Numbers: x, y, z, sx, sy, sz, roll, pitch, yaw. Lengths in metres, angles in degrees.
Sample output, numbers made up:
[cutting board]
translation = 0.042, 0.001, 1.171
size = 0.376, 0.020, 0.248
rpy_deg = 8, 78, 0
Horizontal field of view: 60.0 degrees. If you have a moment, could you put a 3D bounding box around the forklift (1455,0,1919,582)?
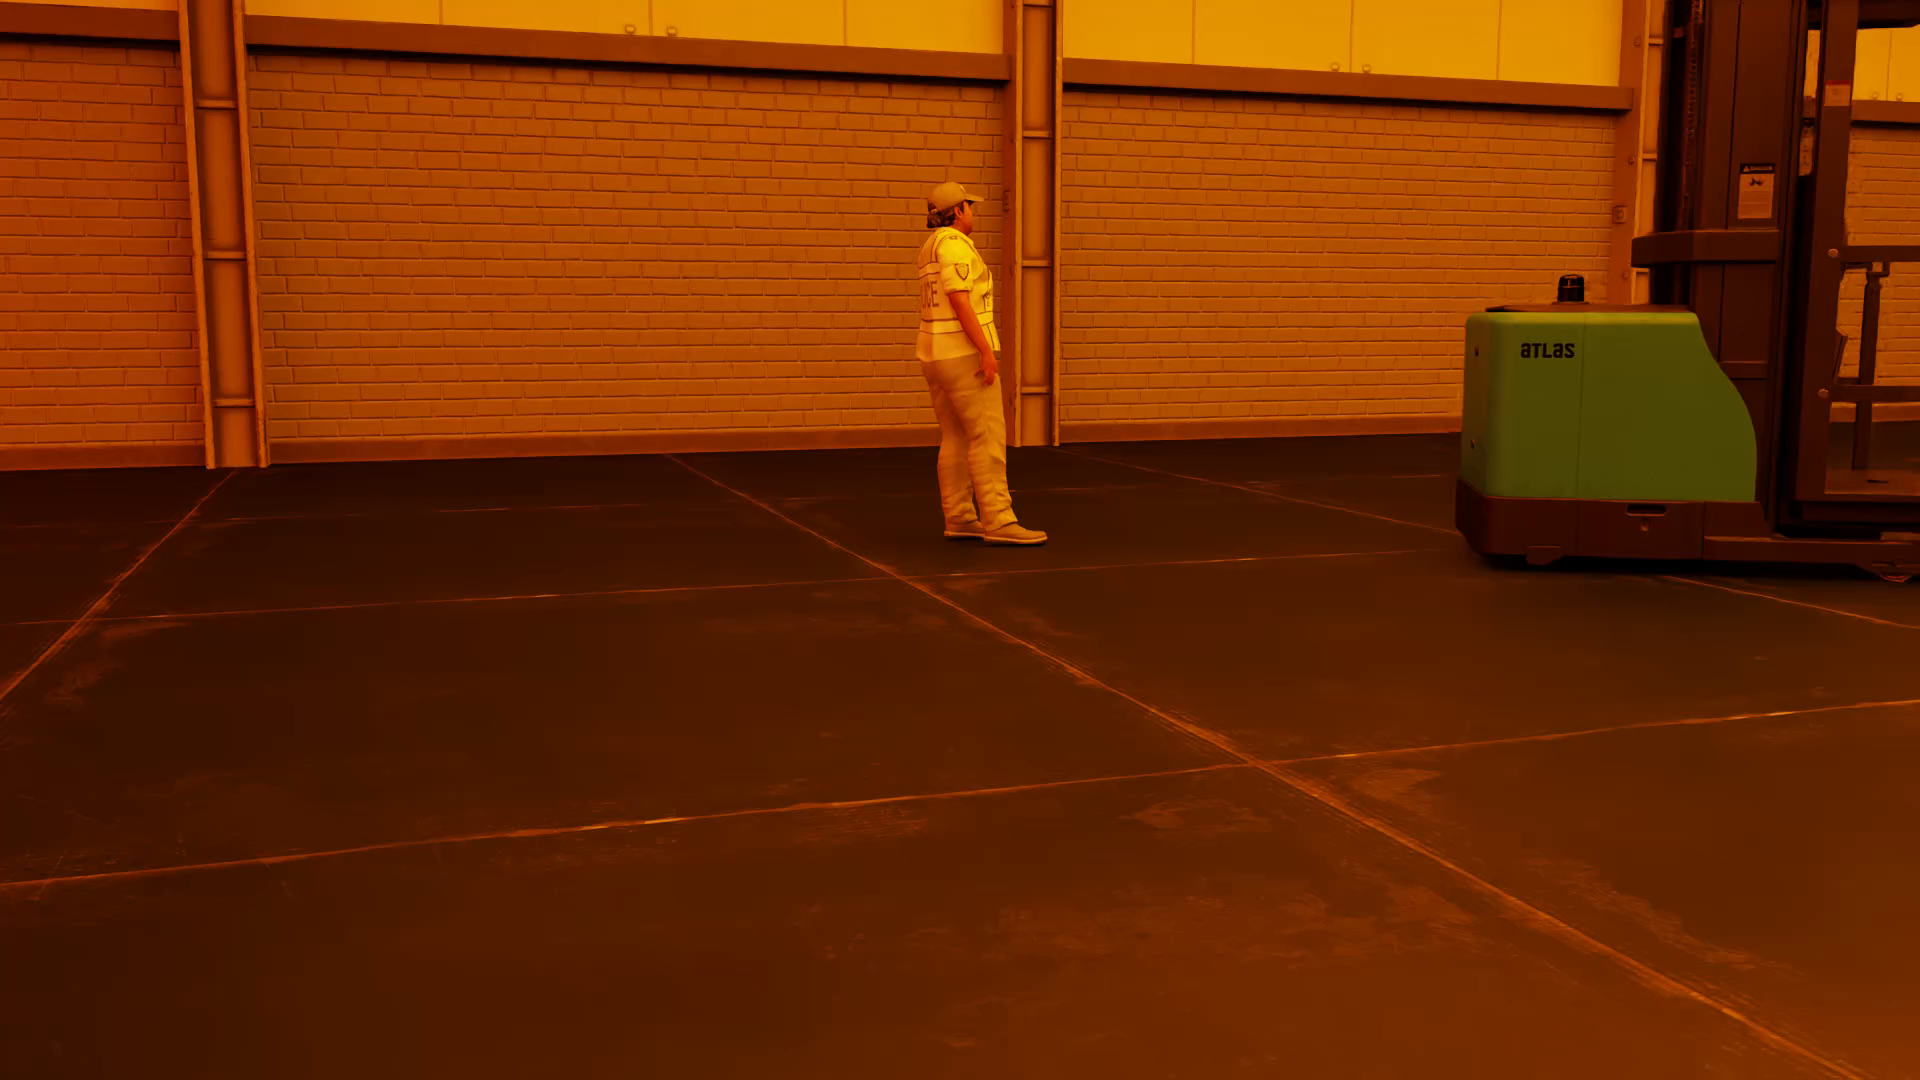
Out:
[forklift]
translation = 3.763, -1.356, 7.014
size = 3.031, 2.935, 1.130
rpy_deg = 1, 8, 10

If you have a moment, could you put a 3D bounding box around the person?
[person]
translation = 0.080, -0.834, 7.814
size = 0.529, 1.670, 0.599
rpy_deg = -3, 8, -18
